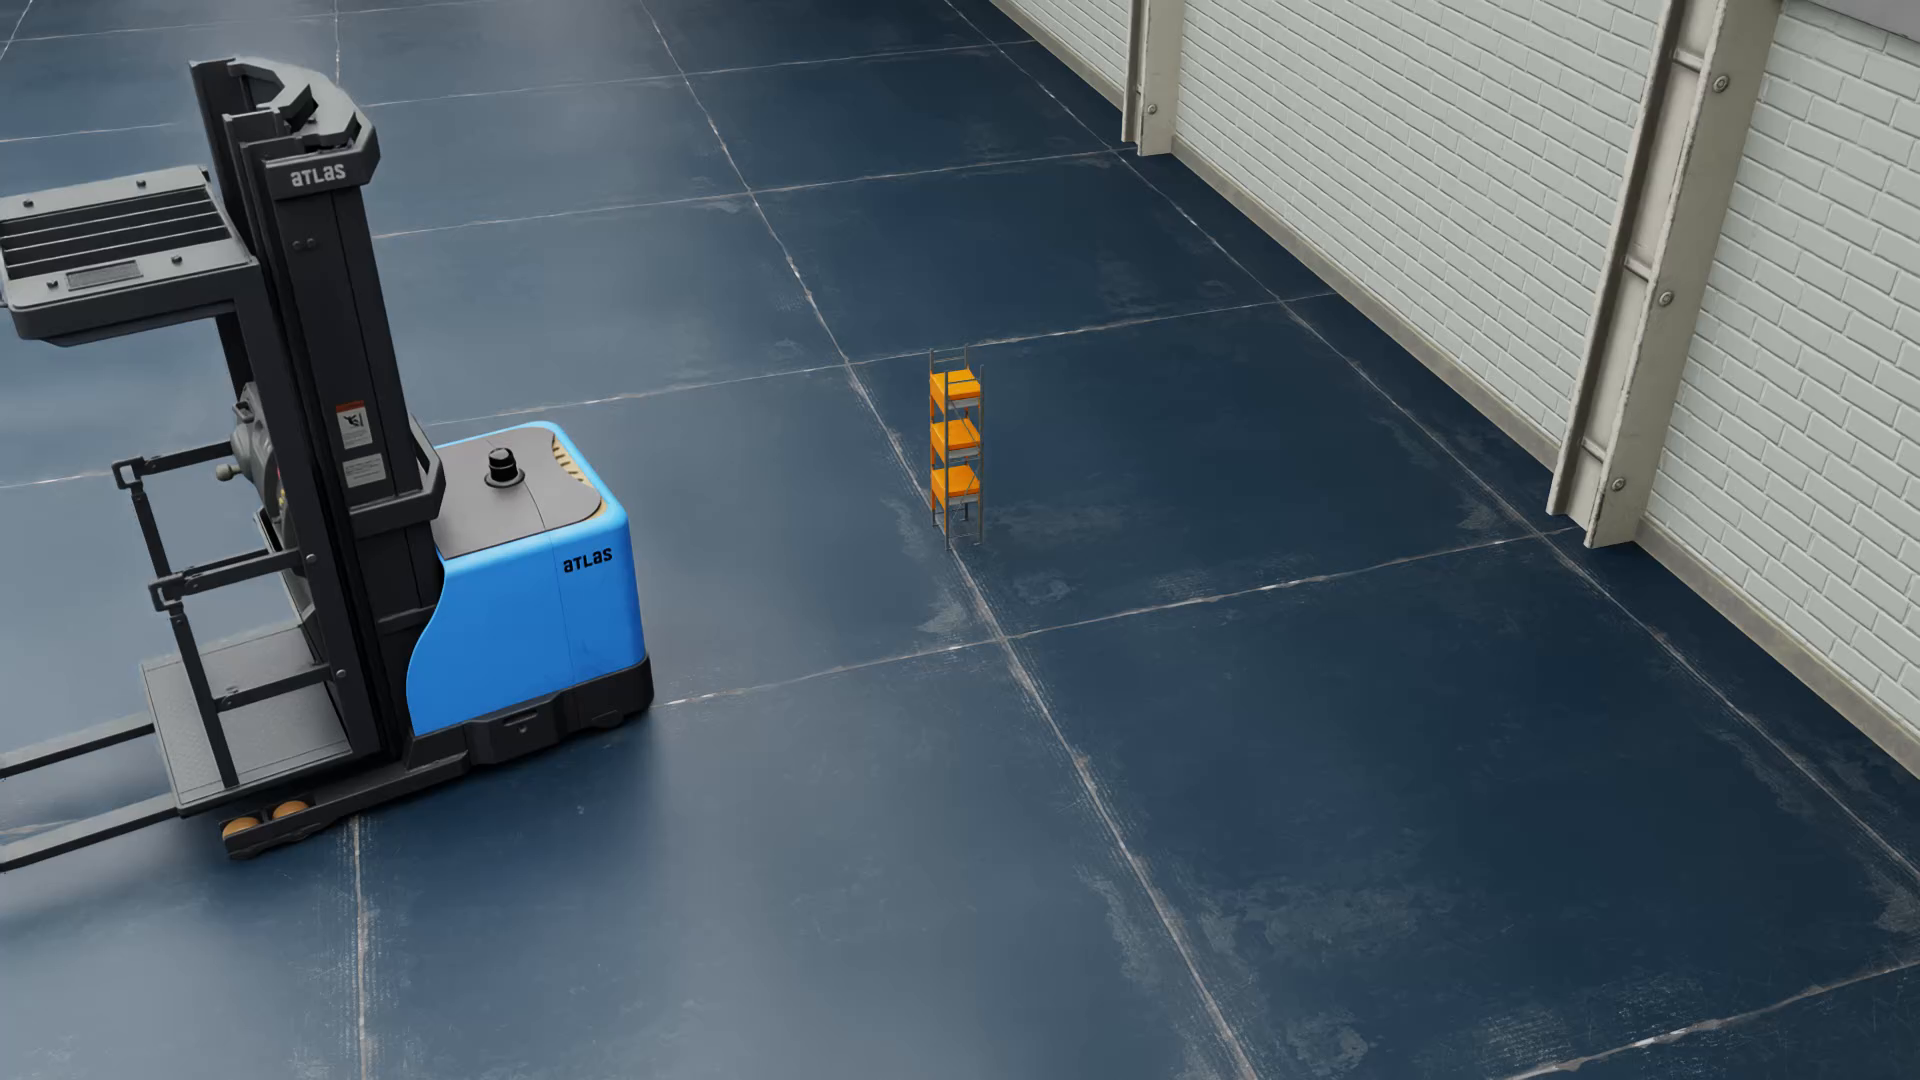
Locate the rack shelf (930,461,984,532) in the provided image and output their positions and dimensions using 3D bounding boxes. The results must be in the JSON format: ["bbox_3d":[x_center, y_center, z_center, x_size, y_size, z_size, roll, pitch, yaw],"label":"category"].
[{"bbox_3d":[-0.016,-0.225,8.662,0.215,0.259,0.240,-10,35,-15],"label":"rack shelf"}]

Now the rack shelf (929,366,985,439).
[{"bbox_3d":[-0.016,-0.694,8.352,0.215,0.259,0.240,-10,35,-15],"label":"rack shelf"}]

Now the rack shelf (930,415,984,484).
[{"bbox_3d":[-0.016,-0.457,8.509,0.215,0.259,0.240,-10,35,-15],"label":"rack shelf"}]

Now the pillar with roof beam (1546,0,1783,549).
[{"bbox_3d":[-0.730,-3.113,5.299,9.100,9.000,0.400,-10,35,-15],"label":"pillar with roof beam"}]

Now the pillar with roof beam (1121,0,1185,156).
[{"bbox_3d":[-2.560,-6.263,10.066,9.100,9.000,0.400,-10,35,-15],"label":"pillar with roof beam"}]

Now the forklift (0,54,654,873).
[{"bbox_3d":[-2.922,-0.258,6.483,3.031,2.935,1.130,-18,37,-25],"label":"forklift"}]

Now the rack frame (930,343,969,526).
[{"bbox_3d":[-0.054,-0.530,8.600,0.200,1.050,0.008,-10,35,-15],"label":"rack frame"}]

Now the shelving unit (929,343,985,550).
[{"bbox_3d":[-0.016,-0.466,8.503,0.215,1.050,0.252,-10,35,-15],"label":"shelving unit"}]

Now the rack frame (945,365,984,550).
[{"bbox_3d":[0.021,-0.402,8.406,0.200,1.050,0.008,-10,35,-15],"label":"rack frame"}]
